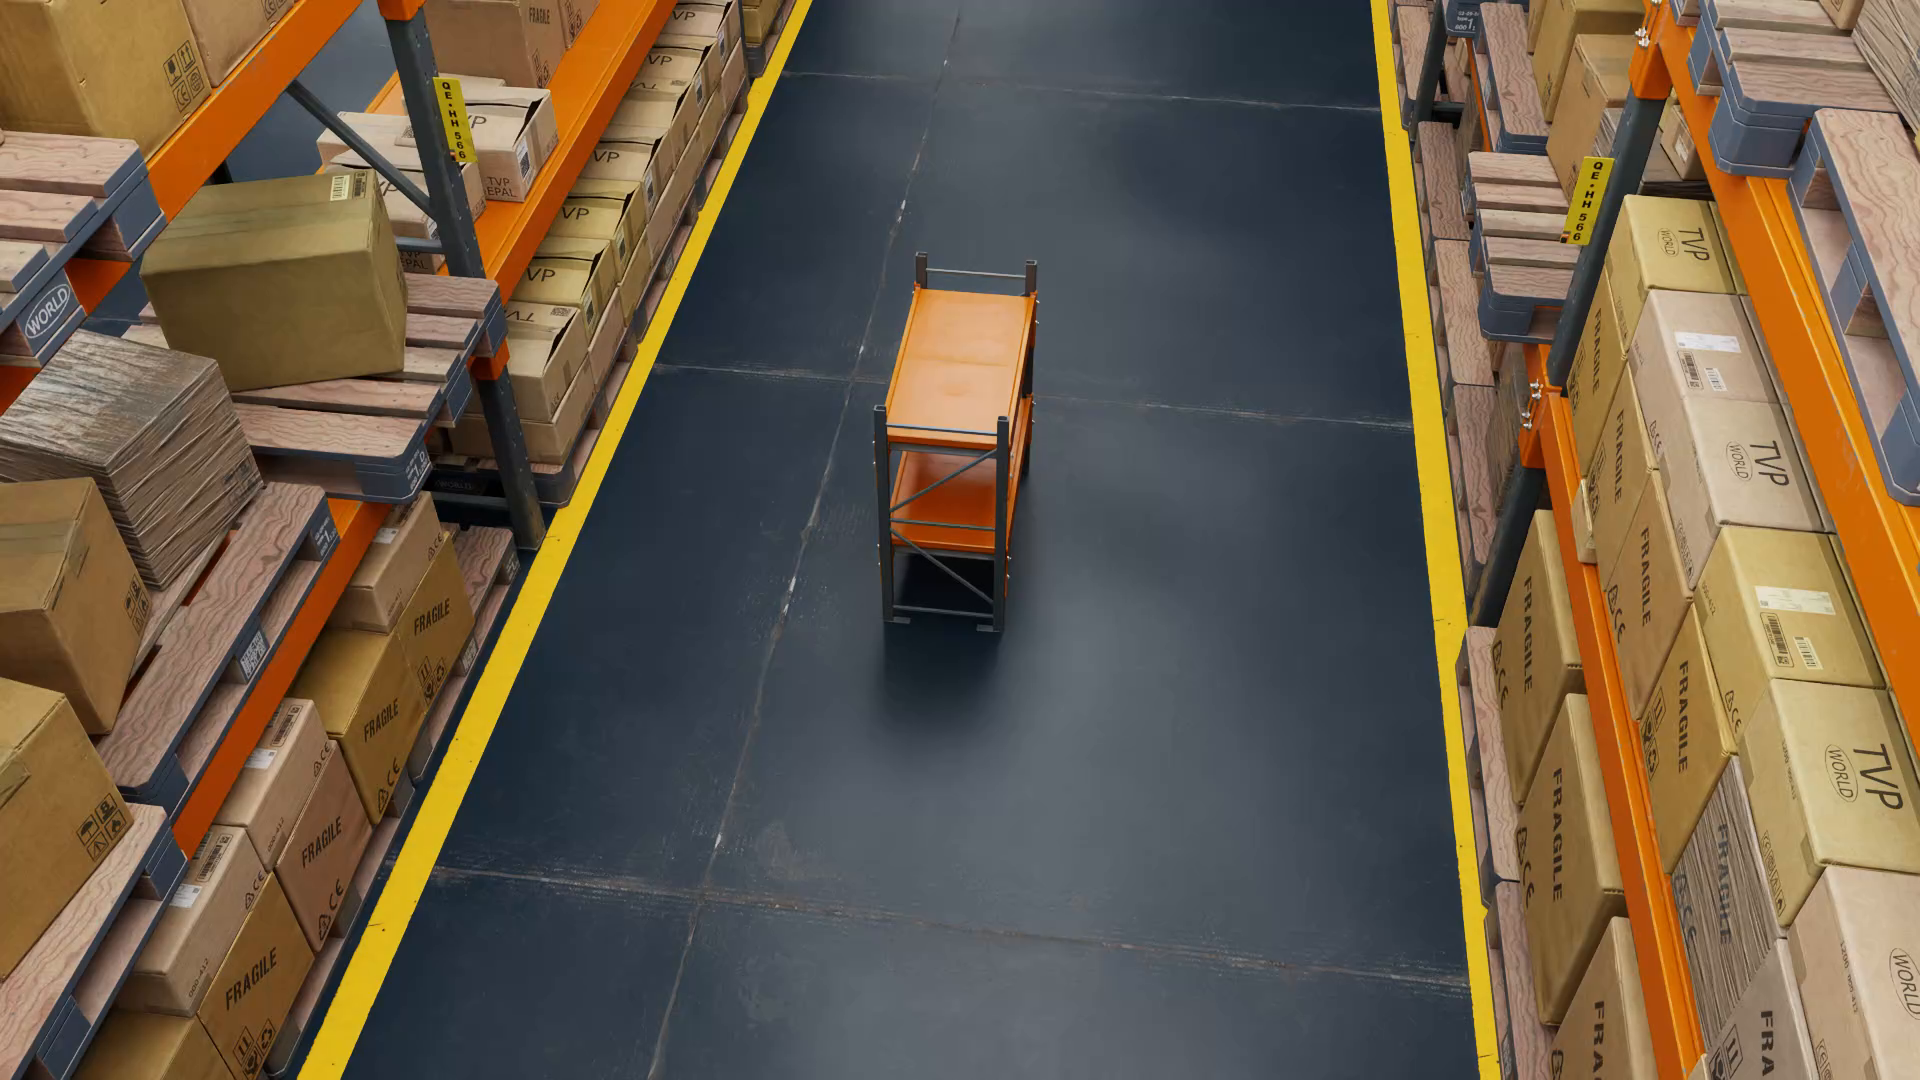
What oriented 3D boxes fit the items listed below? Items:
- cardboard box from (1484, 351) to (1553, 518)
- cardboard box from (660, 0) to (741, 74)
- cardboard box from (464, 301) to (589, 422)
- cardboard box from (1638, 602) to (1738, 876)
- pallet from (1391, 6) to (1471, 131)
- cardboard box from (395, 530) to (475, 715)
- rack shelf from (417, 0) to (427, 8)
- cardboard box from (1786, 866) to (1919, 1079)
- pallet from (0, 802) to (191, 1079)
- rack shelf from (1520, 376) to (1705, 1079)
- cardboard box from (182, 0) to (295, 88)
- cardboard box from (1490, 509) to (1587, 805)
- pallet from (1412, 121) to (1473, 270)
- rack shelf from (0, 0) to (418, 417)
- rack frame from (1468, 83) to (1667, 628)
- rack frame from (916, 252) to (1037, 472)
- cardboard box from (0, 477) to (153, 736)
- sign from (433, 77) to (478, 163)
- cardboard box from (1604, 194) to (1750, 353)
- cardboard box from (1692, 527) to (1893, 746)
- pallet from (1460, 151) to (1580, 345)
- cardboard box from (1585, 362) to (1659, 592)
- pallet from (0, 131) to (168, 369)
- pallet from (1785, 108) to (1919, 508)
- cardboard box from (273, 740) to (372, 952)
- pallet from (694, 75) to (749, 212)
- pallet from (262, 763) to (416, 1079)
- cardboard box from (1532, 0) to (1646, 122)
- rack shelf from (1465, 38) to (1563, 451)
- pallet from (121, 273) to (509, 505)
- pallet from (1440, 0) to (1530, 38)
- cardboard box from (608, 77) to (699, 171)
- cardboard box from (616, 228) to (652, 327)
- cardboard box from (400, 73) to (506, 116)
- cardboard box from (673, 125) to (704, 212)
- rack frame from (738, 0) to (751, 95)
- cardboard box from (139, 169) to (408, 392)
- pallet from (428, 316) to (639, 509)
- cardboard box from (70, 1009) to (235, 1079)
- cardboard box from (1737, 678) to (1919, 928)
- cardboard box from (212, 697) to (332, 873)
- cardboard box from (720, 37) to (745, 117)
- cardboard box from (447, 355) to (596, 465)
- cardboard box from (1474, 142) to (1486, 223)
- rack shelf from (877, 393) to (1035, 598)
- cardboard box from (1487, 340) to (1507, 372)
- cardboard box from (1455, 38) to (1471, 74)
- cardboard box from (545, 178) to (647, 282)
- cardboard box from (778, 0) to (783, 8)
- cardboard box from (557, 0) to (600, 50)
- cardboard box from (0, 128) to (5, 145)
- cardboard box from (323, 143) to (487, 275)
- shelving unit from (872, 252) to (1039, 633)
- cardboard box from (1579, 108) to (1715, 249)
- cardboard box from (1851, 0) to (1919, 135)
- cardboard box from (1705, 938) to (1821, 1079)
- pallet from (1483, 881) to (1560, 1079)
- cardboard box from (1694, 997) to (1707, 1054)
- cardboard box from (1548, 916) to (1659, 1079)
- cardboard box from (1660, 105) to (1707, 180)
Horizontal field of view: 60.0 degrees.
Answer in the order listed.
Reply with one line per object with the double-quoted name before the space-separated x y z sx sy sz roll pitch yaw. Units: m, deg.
"cardboard box" 2.641 -0.422 7.012 0.700 0.500 0.500 6 44 6
"cardboard box" -1.553 -2.904 9.422 0.500 0.311 0.500 5 44 6
"cardboard box" -1.953 -0.811 7.211 0.500 0.311 0.500 7 44 7
"cardboard box" 2.074 0.531 4.204 0.500 0.500 0.500 6 44 7
"pallet" 3.180 -2.849 10.106 1.003 0.211 1.213 5 44 6
"cardboard box" -2.204 0.284 6.266 0.500 0.500 0.500 7 44 7
"rack shelf" -2.049 -3.314 6.909 1.077 0.370 4.000 5 44 6
"cardboard box" 1.954 0.938 3.229 0.500 0.250 0.500 6 44 6
"pallet" -2.628 1.139 4.006 1.003 0.211 1.213 5 44 6
"rack shelf" 2.333 0.949 4.589 1.077 0.370 4.000 5 44 6
"cardboard box" -2.405 -1.600 4.504 0.910 0.500 0.500 5 44 6
"cardboard box" 2.370 0.442 5.859 0.750 0.750 0.750 5 44 5
"pallet" 3.025 -1.858 9.058 1.003 0.211 1.213 5 44 6
"rack shelf" -2.577 -0.588 4.030 1.077 0.370 4.000 5 44 6
"rack frame" 2.598 -0.675 5.781 1.000 3.000 0.127 5 44 6
"rack frame" 0.066 -0.750 7.224 0.500 1.125 0.032 5 44 6
"cardboard box" -2.669 0.205 4.474 0.700 0.500 0.500 -5 44 -5
"sign" -1.774 -1.471 5.838 0.100 0.325 0.005 5 44 6
"cardboard box" 2.278 -0.793 5.057 0.500 0.250 0.500 6 44 7
"cardboard box" 2.088 0.243 3.962 0.500 0.250 0.500 4 44 5
"pallet" 2.586 -1.101 6.370 1.213 0.211 1.003 5 44 6
"cardboard box" 2.201 -0.163 4.936 0.500 0.500 0.500 7 44 7
"pallet" -2.552 -0.563 3.618 1.213 0.211 1.003 5 44 6
"pallet" 2.420 -0.489 3.541 1.003 0.211 1.213 7 44 7
"cardboard box" -2.336 0.995 5.516 0.500 0.500 0.500 4 44 4
"pallet" -1.843 -2.330 9.558 1.003 0.211 1.213 5 44 6
"pallet" -2.613 1.224 5.803 1.003 0.211 1.213 5 44 6
"cardboard box" 2.793 -2.043 6.834 0.700 0.500 0.500 5 44 6
"rack shelf" 2.862 -1.777 7.468 1.077 0.370 4.000 5 44 6
"pallet" -2.333 -0.585 5.825 1.213 0.211 1.003 5 44 6
"pallet" 2.881 -2.824 8.190 1.003 0.211 1.213 5 44 6
"cardboard box" -1.684 -2.209 8.688 0.500 0.311 0.500 5 44 5
"cardboard box" -1.824 -1.304 8.140 0.500 0.250 0.500 4 44 4
"cardboard box" -2.200 -1.906 7.264 0.380 0.149 0.250 8 44 9
"cardboard box" -1.687 -2.000 8.876 0.500 0.250 0.500 6 44 6
"rack frame" -1.784 -3.849 9.133 1.000 3.000 0.127 5 44 6
"cardboard box" -2.284 -0.872 5.611 0.700 0.500 0.500 -8 44 -9
"pallet" -2.165 -0.668 7.801 1.003 0.211 1.213 5 44 6
"cardboard box" -2.477 1.679 4.793 0.500 0.500 0.500 6 44 6
"cardboard box" 2.022 0.591 3.596 0.500 0.250 0.500 6 44 6
"cardboard box" -2.338 0.748 5.231 0.500 0.250 0.500 4 44 5
"cardboard box" -1.552 -2.694 9.608 0.500 0.250 0.500 5 44 5
"cardboard box" -1.953 -0.607 7.404 0.500 0.250 0.500 5 44 5
"cardboard box" 3.027 -1.793 8.460 0.700 0.500 0.500 4 44 5
"rack shelf" -0.001 -0.226 7.026 0.538 0.278 1.000 5 44 6
"cardboard box" 2.862 -1.104 7.732 0.700 0.500 0.500 5 44 5
"cardboard box" 3.168 -2.899 9.871 0.380 0.166 0.250 0 43 0
"cardboard box" -1.822 -1.517 7.957 0.500 0.311 0.500 4 44 4
"cardboard box" -1.351 -3.631 10.598 0.500 0.250 0.500 5 44 6
"cardboard box" -2.038 -2.663 7.808 0.500 0.500 0.500 5 44 6
"cardboard box" -2.529 -0.957 3.446 0.600 0.600 0.600 4 44 4
"cardboard box" -2.222 -1.334 6.542 0.500 0.311 0.500 8 44 8
"shelving unit" -0.001 -0.404 6.858 0.538 1.125 1.048 5 44 6
"cardboard box" 2.650 -1.192 5.935 0.700 0.500 0.500 1 43 1
"cardboard box" 2.573 -1.259 3.823 0.700 0.500 0.500 3 44 3
"cardboard box" 1.938 1.214 3.483 0.500 0.500 0.500 6 44 6
"pallet" 2.255 1.697 5.304 1.003 0.211 1.213 5 44 6
"cardboard box" 1.997 1.187 3.983 0.380 0.149 0.250 5 44 6
"cardboard box" 2.141 1.618 4.617 0.750 0.750 0.750 6 44 7
"cardboard box" 2.614 -1.344 5.624 0.380 0.149 0.250 0 43 0
